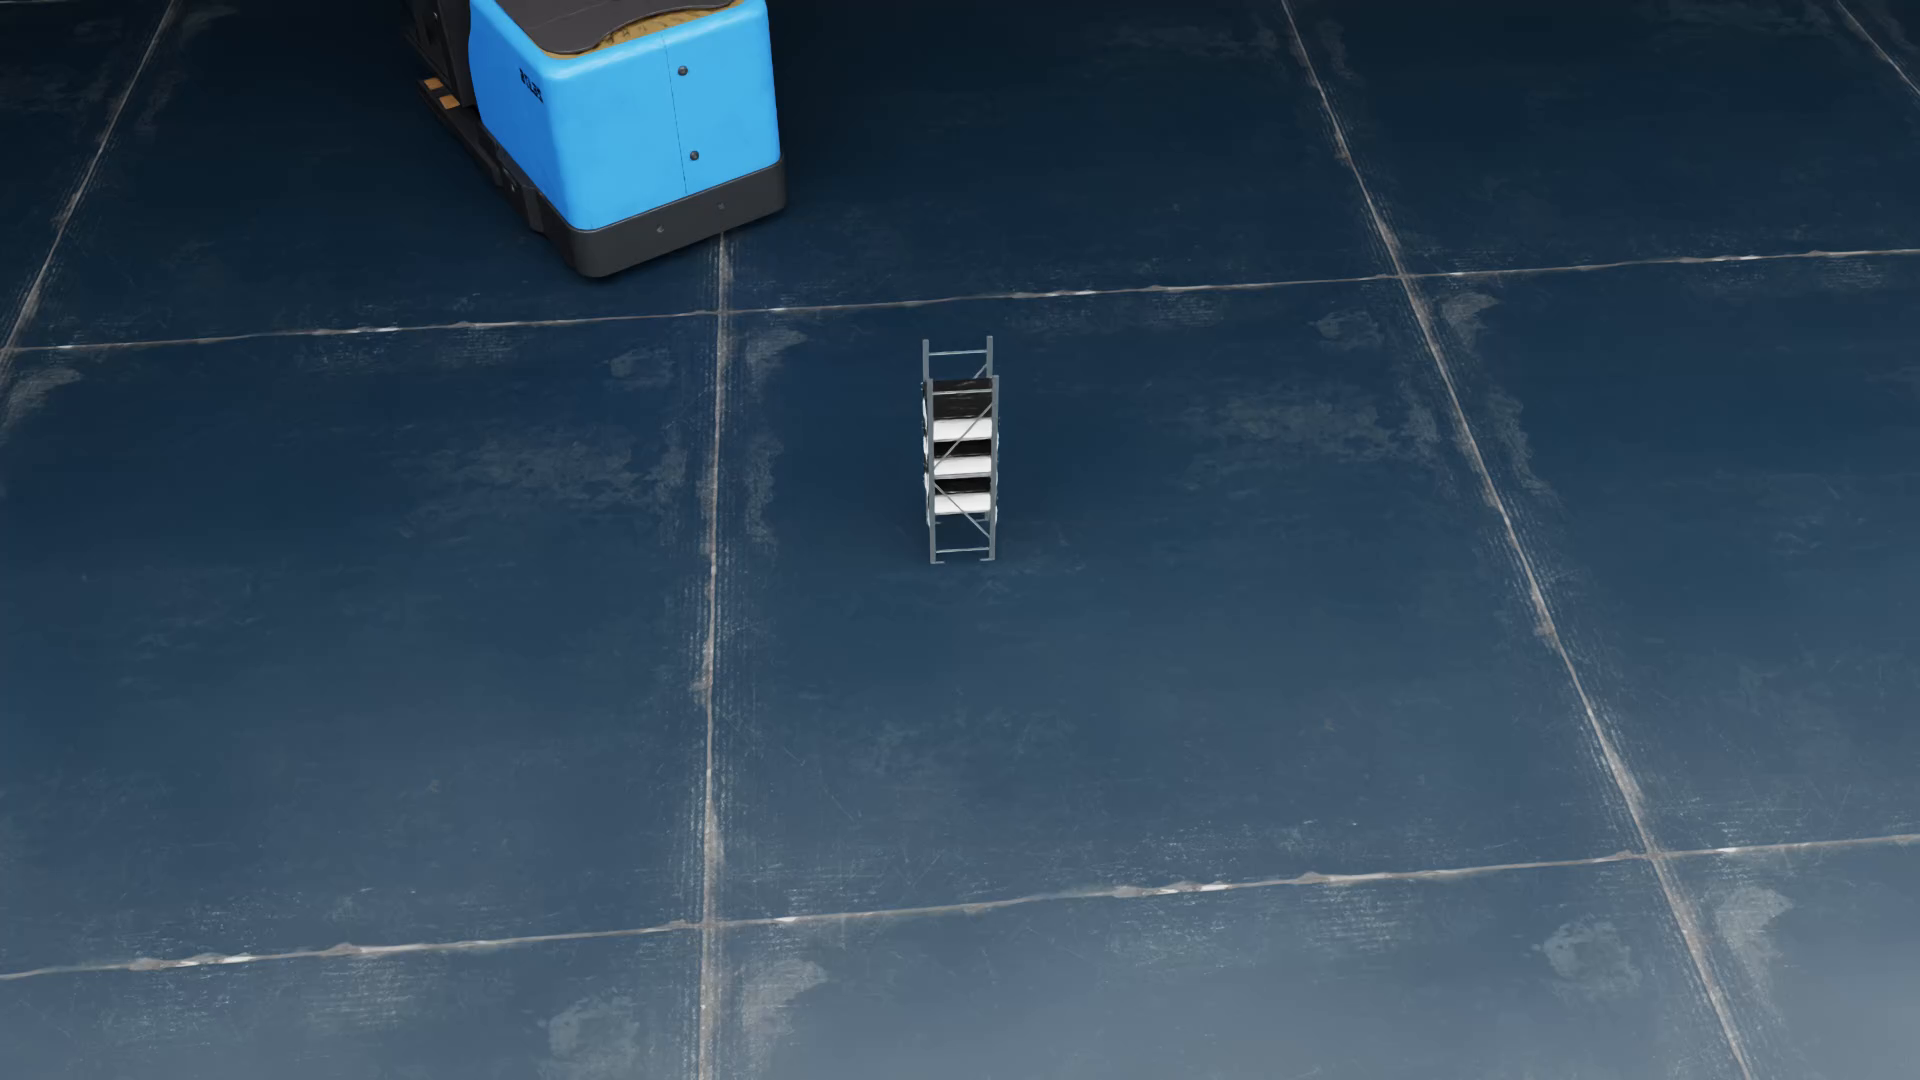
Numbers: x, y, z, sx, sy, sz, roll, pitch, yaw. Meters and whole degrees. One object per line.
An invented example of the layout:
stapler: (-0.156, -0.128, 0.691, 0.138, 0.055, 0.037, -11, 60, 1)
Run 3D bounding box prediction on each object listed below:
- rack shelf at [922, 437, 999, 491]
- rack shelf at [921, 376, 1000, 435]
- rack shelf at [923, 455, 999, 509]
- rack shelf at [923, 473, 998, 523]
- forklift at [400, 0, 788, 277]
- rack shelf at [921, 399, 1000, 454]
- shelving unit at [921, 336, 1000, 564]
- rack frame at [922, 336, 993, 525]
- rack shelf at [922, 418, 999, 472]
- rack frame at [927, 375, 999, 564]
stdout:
rack shelf: (0.001, -0.281, 5.942, 0.258, 0.077, 0.200, -3, 47, -3)
rack shelf: (0.001, -0.466, 5.746, 0.258, 0.077, 0.200, -3, 47, -3)
rack shelf: (0.001, -0.219, 6.007, 0.258, 0.077, 0.200, -3, 47, -3)
rack shelf: (0.001, -0.157, 6.073, 0.258, 0.077, 0.200, -3, 47, -3)
forklift: (-2.027, -3.195, 7.257, 1.130, 2.935, 3.031, -26, 52, -23)
rack shelf: (0.001, -0.404, 5.811, 0.258, 0.077, 0.200, -3, 47, -3)
shelving unit: (0.001, -0.304, 5.918, 0.258, 0.900, 0.210, -3, 47, -3)
rack frame: (-0.008, -0.377, 5.987, 0.240, 0.900, 0.006, -3, 47, -3)
rack shelf: (0.001, -0.343, 5.877, 0.258, 0.077, 0.200, -3, 47, -3)
rack frame: (0.009, -0.230, 5.848, 0.240, 0.900, 0.006, -3, 47, -3)
